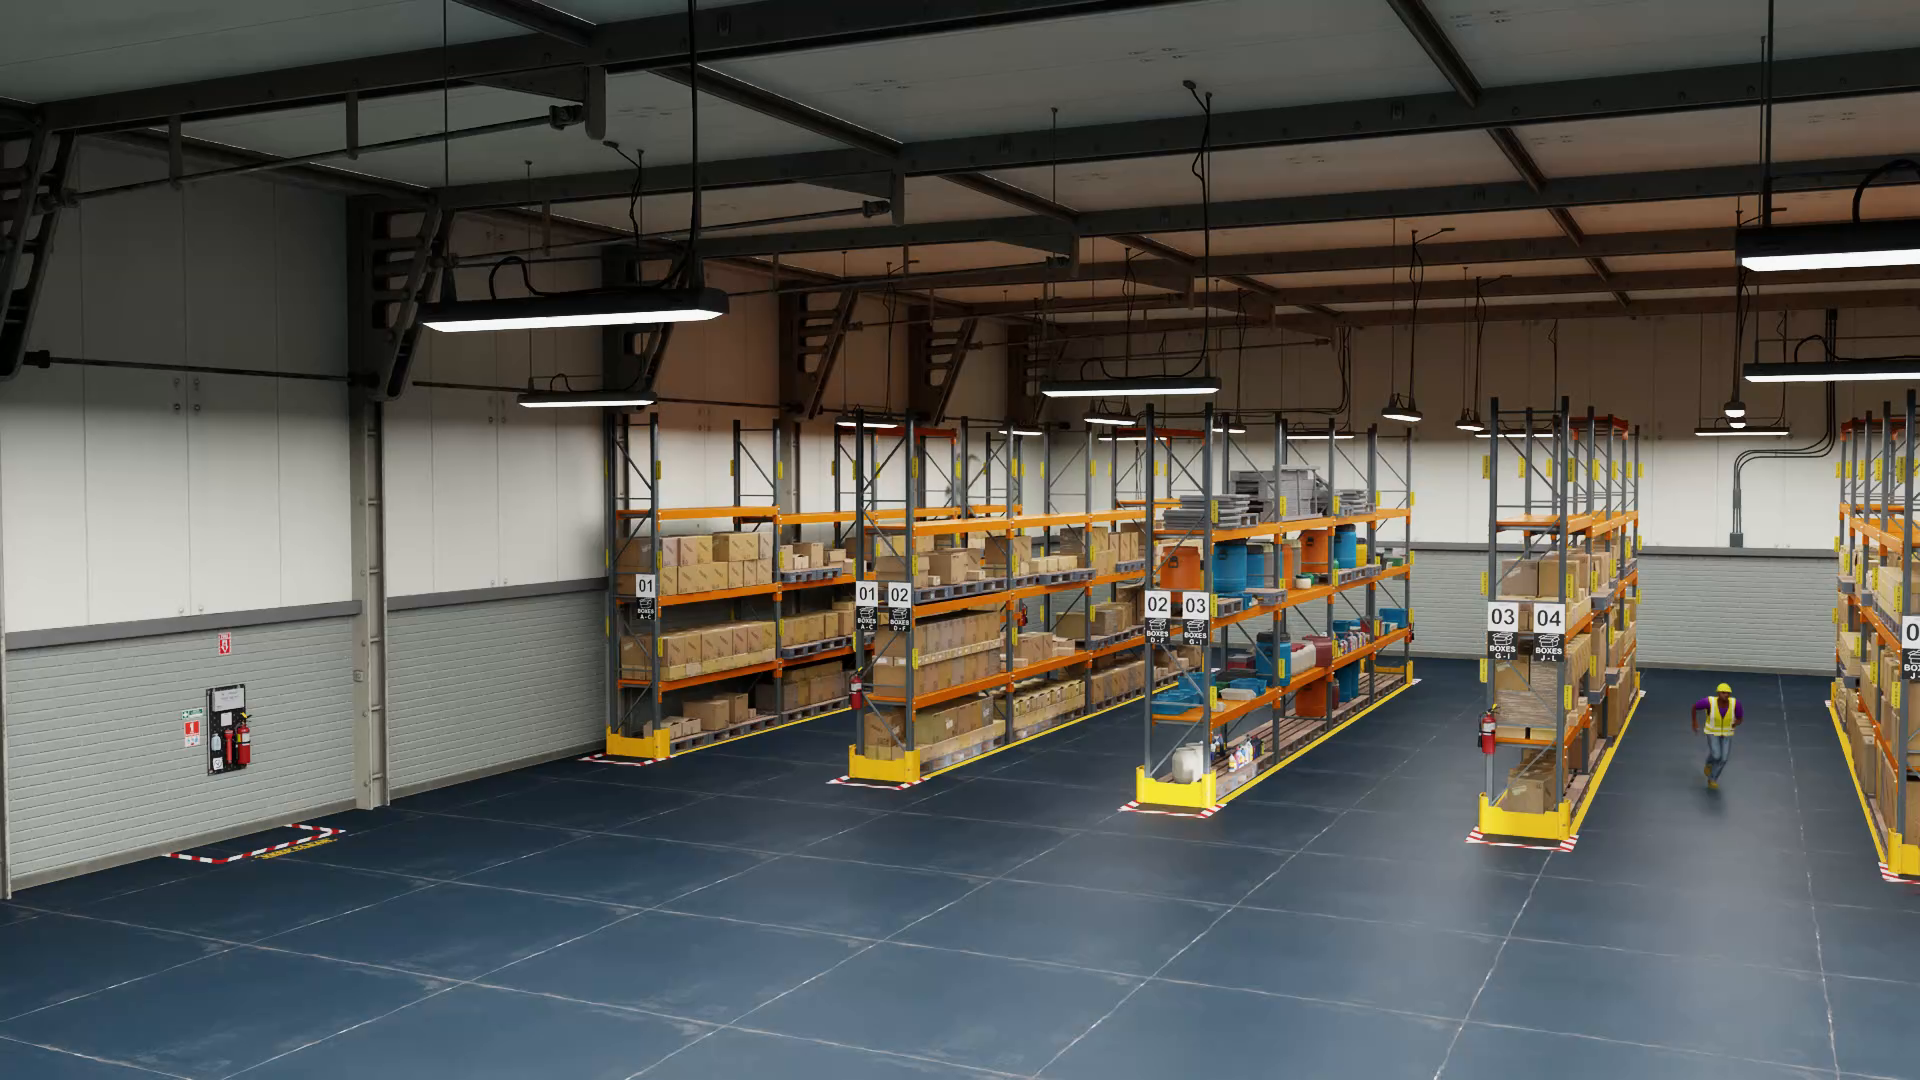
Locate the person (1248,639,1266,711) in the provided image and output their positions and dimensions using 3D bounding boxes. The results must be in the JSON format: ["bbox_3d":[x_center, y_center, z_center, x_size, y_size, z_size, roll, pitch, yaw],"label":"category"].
[{"bbox_3d":[6.339,2.802,34.805,0.587,1.518,0.964,1,3,30],"label":"person"}]

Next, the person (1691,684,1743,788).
[{"bbox_3d":[11.887,3.069,26.035,0.684,1.681,0.711,0,2,5],"label":"person"}]
